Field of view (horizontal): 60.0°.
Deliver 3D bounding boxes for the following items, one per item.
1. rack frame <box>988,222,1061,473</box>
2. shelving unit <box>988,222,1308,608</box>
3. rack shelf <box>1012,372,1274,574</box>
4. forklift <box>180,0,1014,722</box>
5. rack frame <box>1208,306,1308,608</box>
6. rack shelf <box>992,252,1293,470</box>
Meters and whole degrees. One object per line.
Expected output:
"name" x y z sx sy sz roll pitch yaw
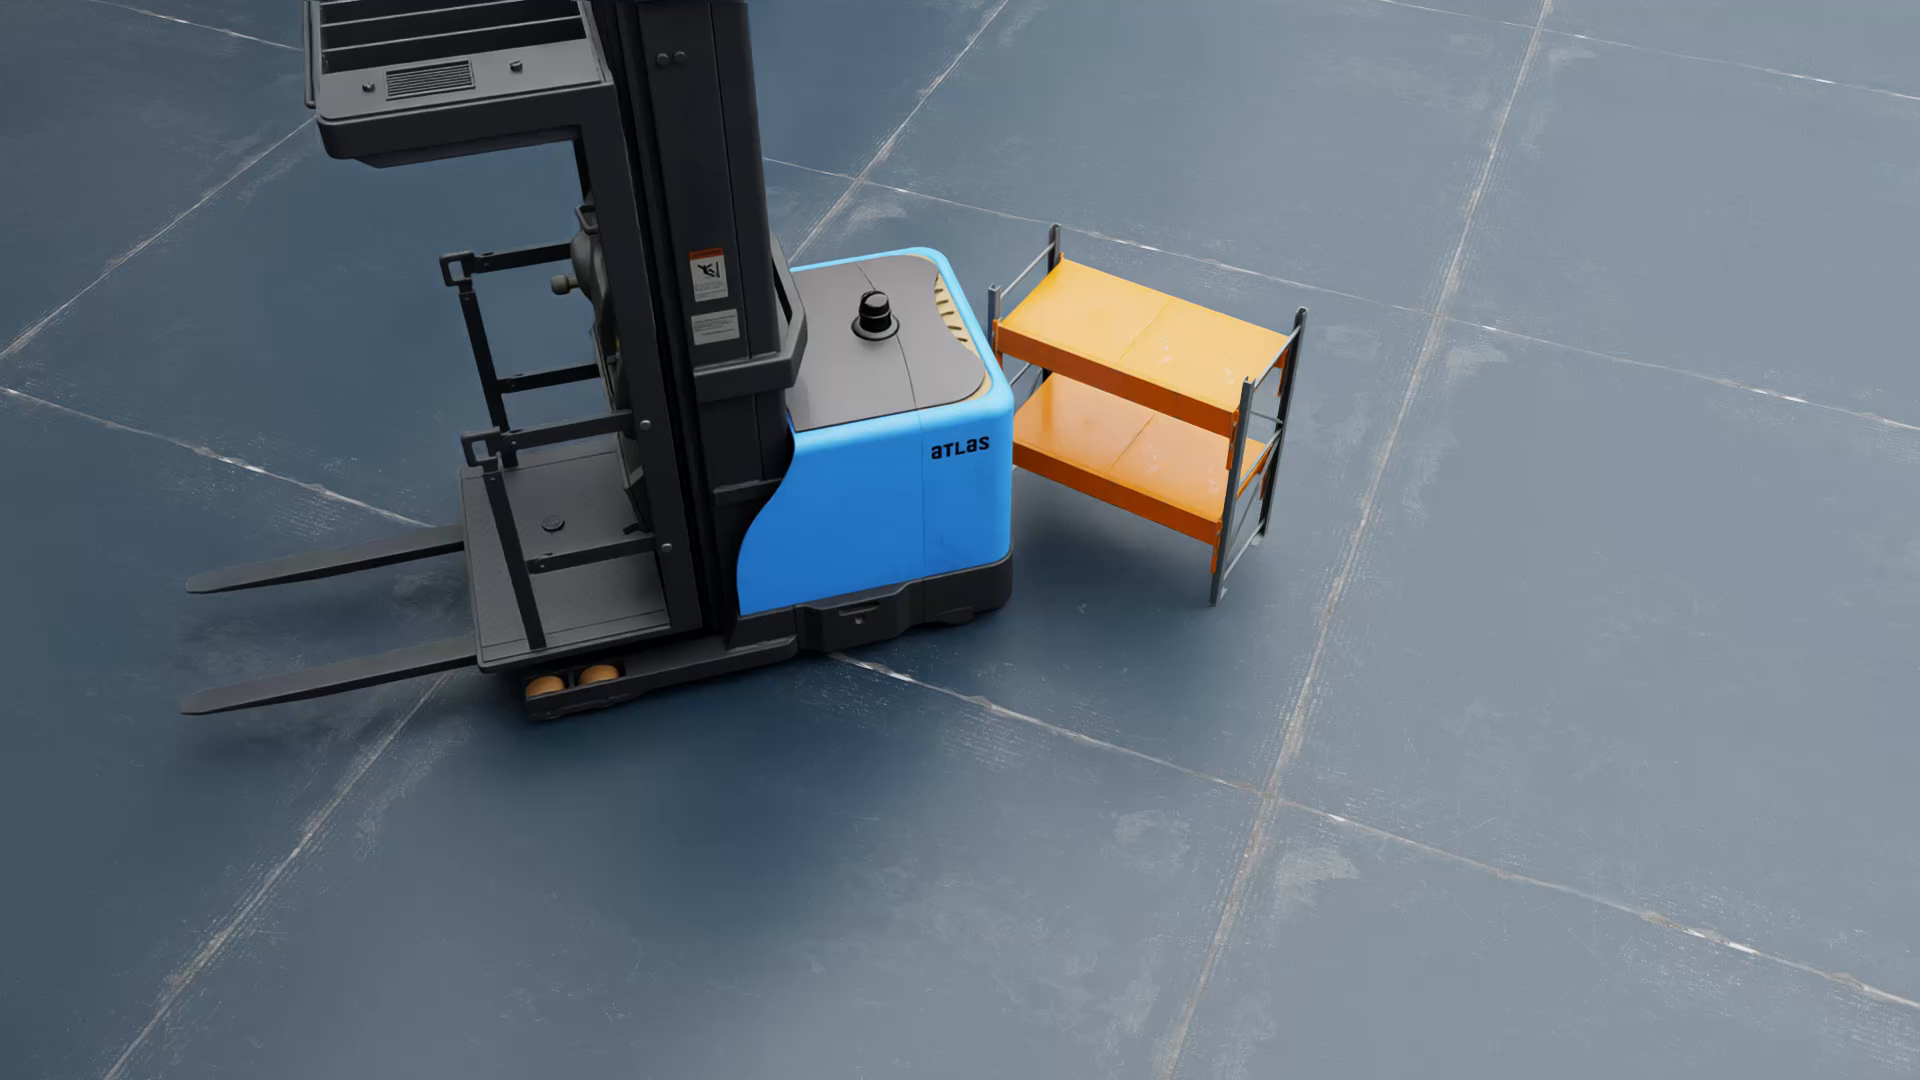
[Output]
"rack frame" 0.246 -0.665 6.621 0.032 1.125 0.500 23 49 22
"shelving unit" 0.680 -0.478 6.433 1.048 1.125 0.538 23 49 22
"rack shelf" 0.680 -0.305 6.605 1.000 0.278 0.538 23 49 22
"forklift" -1.373 -0.800 5.476 3.031 2.935 1.130 -12 46 -11
"rack frame" 1.113 -0.291 6.245 0.032 1.125 0.500 23 49 22
"rack shelf" 0.680 -0.686 6.227 1.000 0.278 0.538 23 49 22
